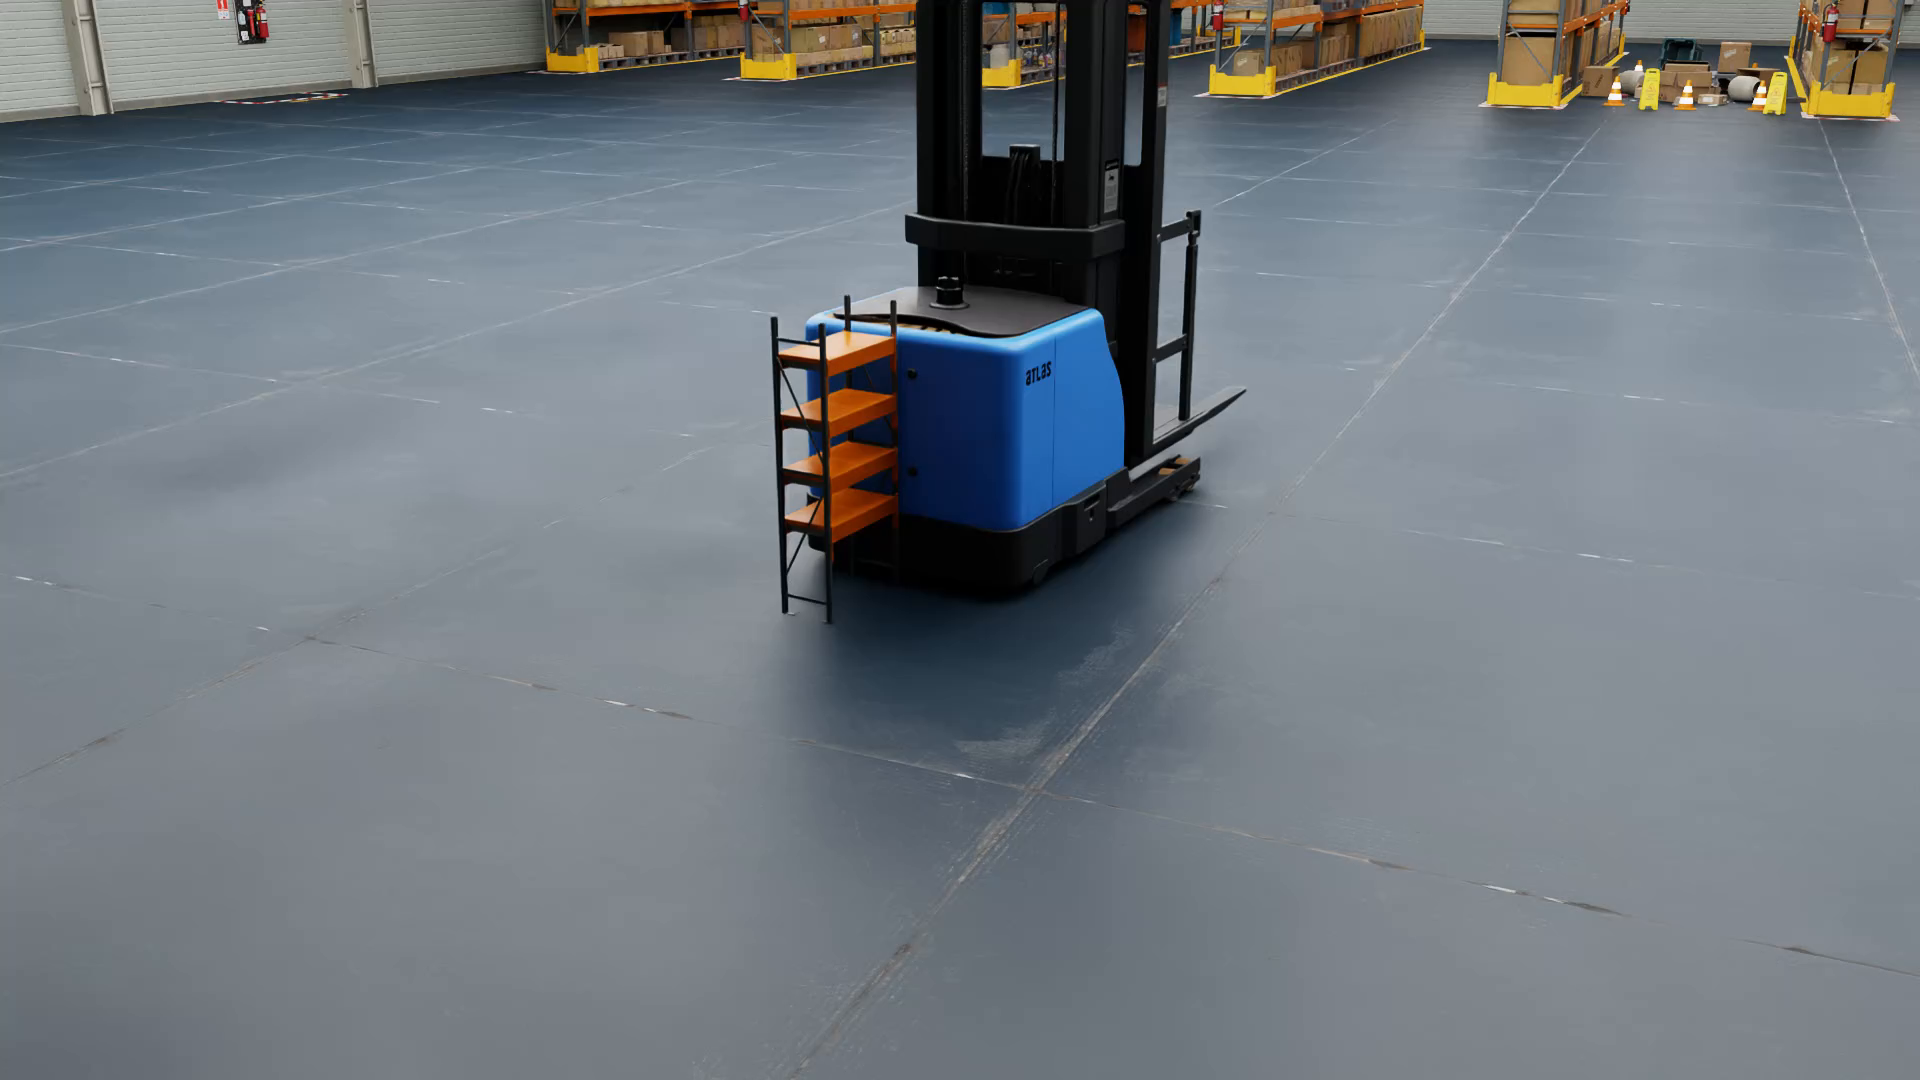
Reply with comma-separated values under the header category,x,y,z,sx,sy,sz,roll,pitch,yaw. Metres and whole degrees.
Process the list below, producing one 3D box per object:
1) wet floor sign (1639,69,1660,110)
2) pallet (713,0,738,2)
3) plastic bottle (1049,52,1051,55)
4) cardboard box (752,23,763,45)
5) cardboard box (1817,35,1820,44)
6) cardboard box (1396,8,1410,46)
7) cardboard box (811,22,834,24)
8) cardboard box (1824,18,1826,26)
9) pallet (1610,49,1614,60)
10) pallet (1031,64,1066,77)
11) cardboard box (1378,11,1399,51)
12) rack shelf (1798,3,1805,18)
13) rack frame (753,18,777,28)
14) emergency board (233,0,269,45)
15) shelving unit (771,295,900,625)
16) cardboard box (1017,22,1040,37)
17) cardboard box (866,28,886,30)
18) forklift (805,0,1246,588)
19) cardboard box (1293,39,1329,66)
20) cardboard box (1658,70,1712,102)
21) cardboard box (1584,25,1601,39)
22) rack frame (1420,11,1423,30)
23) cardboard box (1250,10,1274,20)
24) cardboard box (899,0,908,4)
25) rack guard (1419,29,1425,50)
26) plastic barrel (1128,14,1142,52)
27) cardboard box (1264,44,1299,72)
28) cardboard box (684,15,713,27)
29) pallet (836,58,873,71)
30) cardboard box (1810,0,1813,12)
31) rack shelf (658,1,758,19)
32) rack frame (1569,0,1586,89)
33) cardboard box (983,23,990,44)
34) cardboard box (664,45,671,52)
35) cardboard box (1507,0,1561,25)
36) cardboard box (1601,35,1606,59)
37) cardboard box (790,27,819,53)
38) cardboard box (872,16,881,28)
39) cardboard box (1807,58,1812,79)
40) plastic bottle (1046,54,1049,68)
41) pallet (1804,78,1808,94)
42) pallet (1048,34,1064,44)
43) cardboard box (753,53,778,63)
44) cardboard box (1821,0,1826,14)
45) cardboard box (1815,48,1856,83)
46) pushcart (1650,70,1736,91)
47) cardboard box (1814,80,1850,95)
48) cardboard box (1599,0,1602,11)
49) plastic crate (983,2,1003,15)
category,x,y,z,sx,sy,sz,roll,pitch,yaw
wet floor sign,11.396,-7.447,27.445,0.267,0.644,0.232,5,20,13
pallet,-5.936,-13.331,40.765,1.003,0.211,1.213,9,21,23
plastic bottle,1.858,-9.949,34.366,0.061,0.283,0.133,9,21,23
cardboard box,-5.410,-12.835,42.156,0.700,0.500,0.500,9,21,23
cardboard box,14.887,-8.559,28.449,0.380,0.149,0.250,10,22,26
cardboard box,10.744,-12.879,41.751,0.875,0.875,0.875,9,21,23
cardboard box,-2.953,-11.134,36.658,0.500,0.500,0.500,9,21,23
cardboard box,14.322,-8.465,27.168,0.380,0.149,0.250,9,21,24
pallet,15.257,-11.776,40.265,1.003,0.211,1.213,9,21,23
pallet,1.924,-9.937,35.095,1.003,0.211,1.213,9,21,23
cardboard box,9.788,-12.215,39.883,1.225,0.875,0.875,9,21,23
rack shelf,19.892,-12.129,38.171,1.077,0.370,4.000,9,21,23
rack frame,-5.163,-14.033,42.450,1.000,3.000,0.127,9,21,23
emergency board,-12.445,-9.335,29.242,0.194,1.169,0.643,9,21,23
shelving unit,-0.480,-0.323,6.586,0.258,1.200,0.503,11,22,29
cardboard box,1.760,-14.183,45.942,0.797,0.503,0.637,9,21,23
cardboard box,-1.962,-11.773,38.736,0.500,0.311,0.500,8,21,23
forklift,0.524,-1.633,7.685,1.130,2.935,3.031,11,22,29
cardboard box,7.240,-10.128,34.546,0.700,0.500,0.500,8,21,22
cardboard box,12.569,-7.896,28.922,0.797,0.503,0.637,-5,20,-15
cardboard box,13.381,-10.833,35.438,0.500,0.250,0.500,8,21,20
rack frame,11.670,-14.439,43.593,1.000,3.000,0.127,9,21,23
cardboard box,5.452,-9.484,30.035,0.380,0.149,0.250,9,21,23
cardboard box,-1.530,-12.725,38.624,0.500,0.500,0.500,9,21,23
rack guard,11.680,-13.269,44.033,1.175,0.500,0.348,9,21,23
plastic barrel,4.060,-12.000,39.348,0.600,0.830,0.708,9,21,23
cardboard box,6.328,-9.498,32.803,0.500,0.500,0.500,17,26,40
cardboard box,-6.338,-12.555,40.250,0.500,0.250,0.500,8,21,22
pallet,-2.644,-10.580,36.903,1.003,0.211,1.213,9,21,23
cardboard box,17.405,-10.753,33.453,0.500,0.250,0.500,8,21,21
rack shelf,-5.982,-13.082,40.851,1.077,0.370,4.000,9,21,23
rack frame,11.240,-10.059,31.278,1.000,3.000,0.127,9,21,23
cardboard box,0.433,-12.957,42.500,0.500,0.500,0.500,8,21,21
cardboard box,-6.993,-11.514,38.941,0.380,0.166,0.250,6,20,16
cardboard box,9.712,-9.027,28.151,0.875,0.550,0.550,9,21,23
cardboard box,14.018,-10.951,36.889,0.500,0.500,0.500,8,21,22
cardboard box,-3.293,-10.451,34.736,0.500,0.500,0.500,9,21,23
cardboard box,-2.704,-14.800,47.711,0.700,0.500,0.500,9,22,24
cardboard box,16.301,-8.752,30.896,0.950,0.372,0.625,10,22,26
plastic bottle,1.766,-9.766,33.867,0.097,0.271,0.097,0,20,0
pallet,16.114,-8.335,30.592,1.003,0.211,1.213,9,21,23
pallet,2.277,-14.219,47.135,1.003,0.211,1.213,9,21,23
cardboard box,-3.968,-10.015,34.631,0.500,0.250,0.500,9,21,23
cardboard box,14.961,-9.194,28.251,0.500,0.500,0.500,8,21,22
cardboard box,14.249,-7.725,27.071,0.500,0.500,0.500,9,21,23
pushcart,13.696,-8.473,30.731,1.648,0.377,0.936,1,20,4
cardboard box,14.254,-7.382,27.226,0.500,0.250,0.500,8,21,22
cardboard box,12.938,-11.155,34.209,0.500,0.500,0.500,9,21,23
plastic crate,0.531,-10.352,32.322,0.499,0.251,0.616,9,21,23
